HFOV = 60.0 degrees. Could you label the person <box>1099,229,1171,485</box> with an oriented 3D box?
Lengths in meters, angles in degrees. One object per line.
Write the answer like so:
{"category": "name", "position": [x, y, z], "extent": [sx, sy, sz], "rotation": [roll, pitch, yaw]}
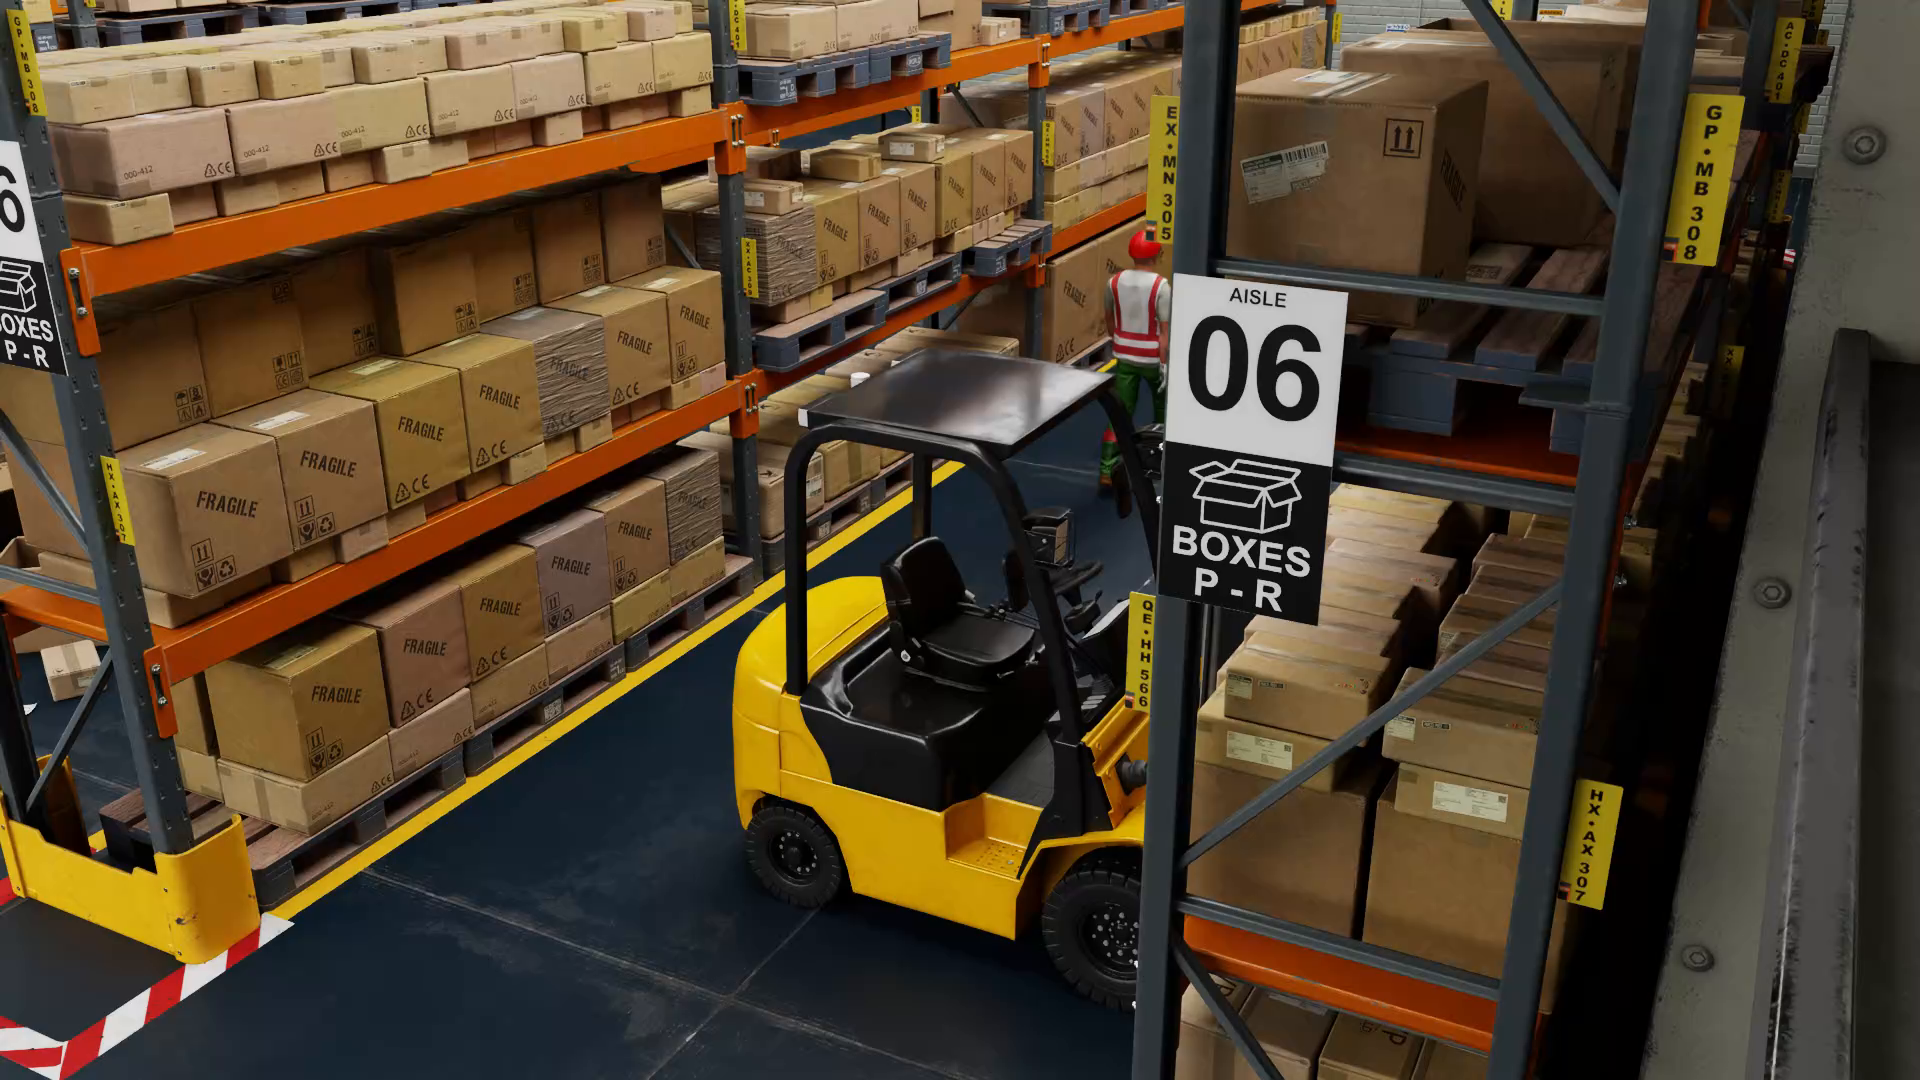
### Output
{"category": "person", "position": [1.246, -1.272, 11.368], "extent": [0.547, 1.747, 1.035], "rotation": [11, 25, 25]}
